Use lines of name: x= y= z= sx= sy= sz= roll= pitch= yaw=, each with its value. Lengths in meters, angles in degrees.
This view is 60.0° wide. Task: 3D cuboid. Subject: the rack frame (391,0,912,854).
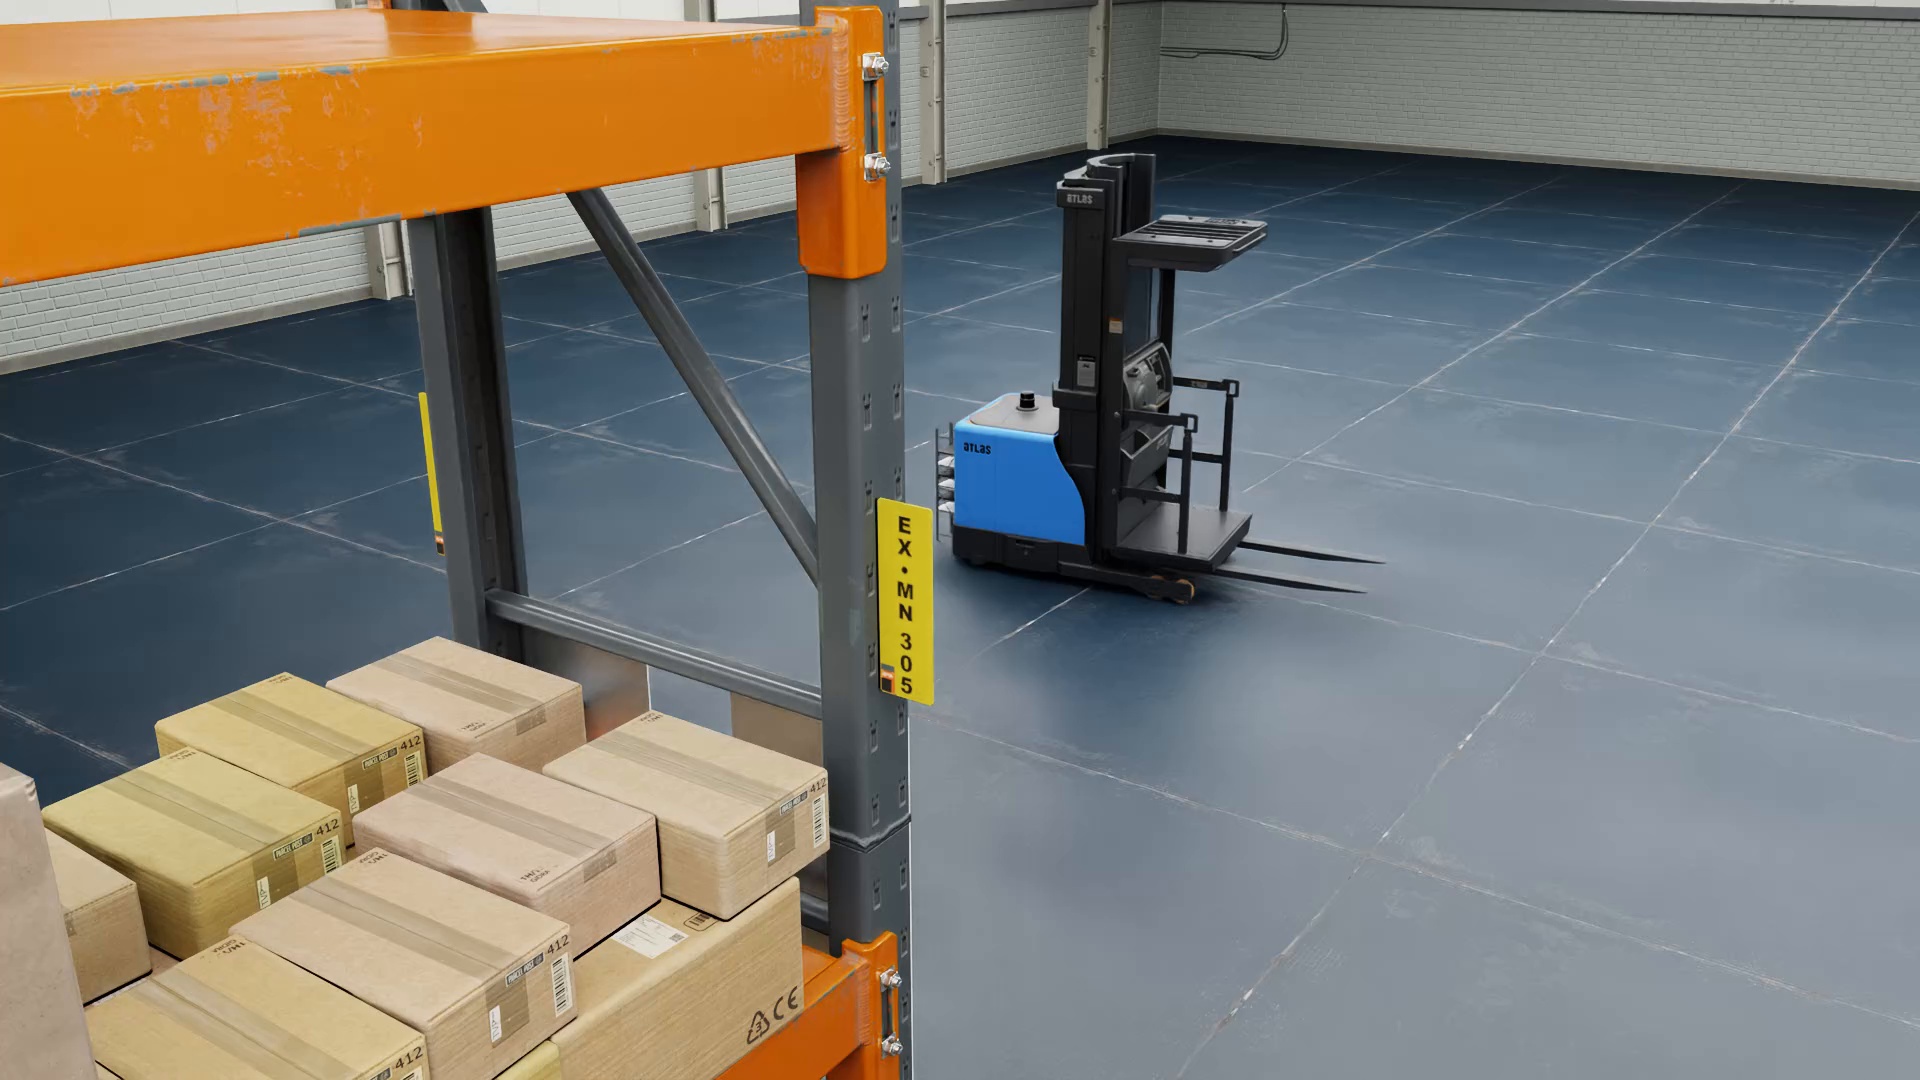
rack frame: x=-0.532 y=-1.008 z=2.519 sx=1.000 sy=3.000 sz=0.127 roll=13 pitch=24 yaw=32

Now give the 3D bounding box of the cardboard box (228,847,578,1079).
cardboard box: x=-0.736 y=0.574 z=2.206 sx=0.380 sy=0.149 sz=0.250 roll=12 pitch=23 yaw=30

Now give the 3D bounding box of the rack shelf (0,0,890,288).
rack shelf: x=-1.656 y=-0.095 z=1.093 sx=1.077 sy=0.370 sz=4.000 roll=13 pitch=24 yaw=32

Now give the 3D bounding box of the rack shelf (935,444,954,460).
rack shelf: x=-0.027 y=-0.643 z=12.525 sx=0.258 sy=0.077 sz=0.200 roll=12 pitch=23 yaw=28

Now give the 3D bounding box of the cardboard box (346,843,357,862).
cardboard box: x=-1.016 y=0.557 z=2.828 sx=0.500 sy=0.250 sz=0.500 roll=14 pitch=25 yaw=33

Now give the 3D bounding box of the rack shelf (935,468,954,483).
rack shelf: x=-0.027 y=-0.474 z=12.587 sx=0.258 sy=0.077 sz=0.200 roll=12 pitch=23 yaw=28

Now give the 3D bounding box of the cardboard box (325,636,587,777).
cardboard box: x=-0.878 y=0.316 z=2.905 sx=0.380 sy=0.149 sz=0.250 roll=13 pitch=24 yaw=31

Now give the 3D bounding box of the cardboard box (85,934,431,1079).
cardboard box: x=-0.857 y=0.651 z=1.999 sx=0.380 sy=0.149 sz=0.250 roll=13 pitch=24 yaw=32

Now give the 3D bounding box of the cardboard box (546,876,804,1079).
cardboard box: x=-0.592 y=0.657 z=2.558 sx=0.500 sy=0.250 sz=0.500 roll=14 pitch=24 yaw=33

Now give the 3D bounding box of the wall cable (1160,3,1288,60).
wall cable: x=5.642 y=-11.622 z=35.690 sx=3.097 sy=2.526 sz=0.112 roll=13 pitch=24 yaw=32

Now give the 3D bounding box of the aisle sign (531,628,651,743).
aisle sign: x=-0.745 y=0.510 z=3.315 sx=0.394 sy=0.787 sz=0.004 roll=13 pitch=24 yaw=32

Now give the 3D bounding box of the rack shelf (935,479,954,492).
rack shelf: x=-0.027 y=-0.390 z=12.618 sx=0.258 sy=0.077 sz=0.200 roll=12 pitch=23 yaw=28

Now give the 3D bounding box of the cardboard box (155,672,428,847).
cardboard box: x=-1.103 y=0.372 z=2.755 sx=0.380 sy=0.149 sz=0.250 roll=14 pitch=24 yaw=33

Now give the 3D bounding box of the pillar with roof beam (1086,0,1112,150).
pillar with roof beam: x=6.453 y=-11.652 z=31.294 sx=9.100 sy=9.000 sz=0.400 roll=13 pitch=24 yaw=32

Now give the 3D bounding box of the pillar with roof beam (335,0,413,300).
pillar with roof beam: x=-3.665 y=-6.487 z=17.332 sx=9.100 sy=9.000 sz=0.400 roll=13 pitch=24 yaw=32

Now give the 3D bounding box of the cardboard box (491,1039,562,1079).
cardboard box: x=-0.871 y=0.801 z=2.169 sx=0.500 sy=0.250 sz=0.500 roll=13 pitch=24 yaw=32

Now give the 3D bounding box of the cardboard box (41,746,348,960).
cardboard box: x=-1.143 y=0.468 z=2.494 sx=0.380 sy=0.149 sz=0.250 roll=13 pitch=24 yaw=31

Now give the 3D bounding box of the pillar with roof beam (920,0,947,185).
pillar with roof beam: x=3.080 y=-9.930 z=26.640 sx=9.100 sy=9.000 sz=0.400 roll=13 pitch=24 yaw=32

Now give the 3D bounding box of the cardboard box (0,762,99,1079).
cardboard box: x=-1.194 y=0.472 z=1.548 sx=0.500 sy=0.500 sz=0.500 roll=13 pitch=24 yaw=32

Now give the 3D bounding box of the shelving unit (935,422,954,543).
shelving unit: x=-0.027 y=-0.421 z=12.607 sx=0.258 sy=0.900 sz=0.210 roll=12 pitch=23 yaw=28

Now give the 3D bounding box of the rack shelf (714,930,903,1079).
rack shelf: x=-1.656 y=1.310 z=1.613 sx=1.077 sy=0.370 sz=4.000 roll=13 pitch=24 yaw=32

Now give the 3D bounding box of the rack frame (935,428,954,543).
rack frame: x=-0.078 y=-0.391 z=12.525 sx=0.240 sy=0.900 sz=0.006 roll=12 pitch=23 yaw=28

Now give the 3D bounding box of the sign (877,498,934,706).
sign: x=-0.084 y=0.097 z=2.578 sx=0.100 sy=0.325 sz=0.005 roll=13 pitch=24 yaw=32

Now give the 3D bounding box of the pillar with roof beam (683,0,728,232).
pillar with roof beam: x=-0.293 y=-8.209 z=21.986 sx=9.100 sy=9.000 sz=0.400 roll=13 pitch=24 yaw=32

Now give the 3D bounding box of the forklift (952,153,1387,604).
forklift: x=1.503 y=-1.141 z=11.625 sx=3.031 sy=2.935 sz=1.130 roll=9 pitch=22 yaw=23

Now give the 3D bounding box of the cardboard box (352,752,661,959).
cardboard box: x=-0.673 y=0.474 z=2.476 sx=0.380 sy=0.149 sz=0.250 roll=12 pitch=24 yaw=30

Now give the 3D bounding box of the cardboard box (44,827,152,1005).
cardboard box: x=-1.355 y=0.532 z=2.320 sx=0.380 sy=0.149 sz=0.250 roll=14 pitch=25 yaw=34

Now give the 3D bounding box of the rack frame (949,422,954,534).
rack frame: x=0.025 y=-0.452 z=12.689 sx=0.240 sy=0.900 sz=0.006 roll=12 pitch=23 yaw=28

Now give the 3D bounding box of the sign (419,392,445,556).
sign: x=-0.980 y=-0.117 z=3.174 sx=0.100 sy=0.325 sz=0.005 roll=13 pitch=24 yaw=32

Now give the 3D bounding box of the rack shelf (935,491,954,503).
rack shelf: x=-0.027 y=-0.306 z=12.650 sx=0.258 sy=0.077 sz=0.200 roll=12 pitch=23 yaw=28

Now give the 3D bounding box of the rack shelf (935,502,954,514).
rack shelf: x=-0.027 y=-0.221 z=12.681 sx=0.258 sy=0.077 sz=0.200 roll=12 pitch=23 yaw=28

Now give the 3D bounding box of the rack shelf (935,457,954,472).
rack shelf: x=-0.027 y=-0.559 z=12.556 sx=0.258 sy=0.077 sz=0.200 roll=12 pitch=23 yaw=28

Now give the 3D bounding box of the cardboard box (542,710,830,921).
cardboard box: x=-0.430 y=0.423 z=2.616 sx=0.380 sy=0.149 sz=0.250 roll=13 pitch=24 yaw=32

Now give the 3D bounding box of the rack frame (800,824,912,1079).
rack frame: x=-0.532 y=1.806 z=3.560 sx=1.000 sy=3.000 sz=0.127 roll=13 pitch=24 yaw=32

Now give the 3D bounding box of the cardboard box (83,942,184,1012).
cardboard box: x=-1.301 y=0.706 z=2.425 sx=0.500 sy=0.250 sz=0.500 roll=13 pitch=24 yaw=31

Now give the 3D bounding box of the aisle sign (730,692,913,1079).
aisle sign: x=-0.249 y=0.627 z=2.999 sx=0.394 sy=0.787 sz=0.004 roll=13 pitch=24 yaw=32
